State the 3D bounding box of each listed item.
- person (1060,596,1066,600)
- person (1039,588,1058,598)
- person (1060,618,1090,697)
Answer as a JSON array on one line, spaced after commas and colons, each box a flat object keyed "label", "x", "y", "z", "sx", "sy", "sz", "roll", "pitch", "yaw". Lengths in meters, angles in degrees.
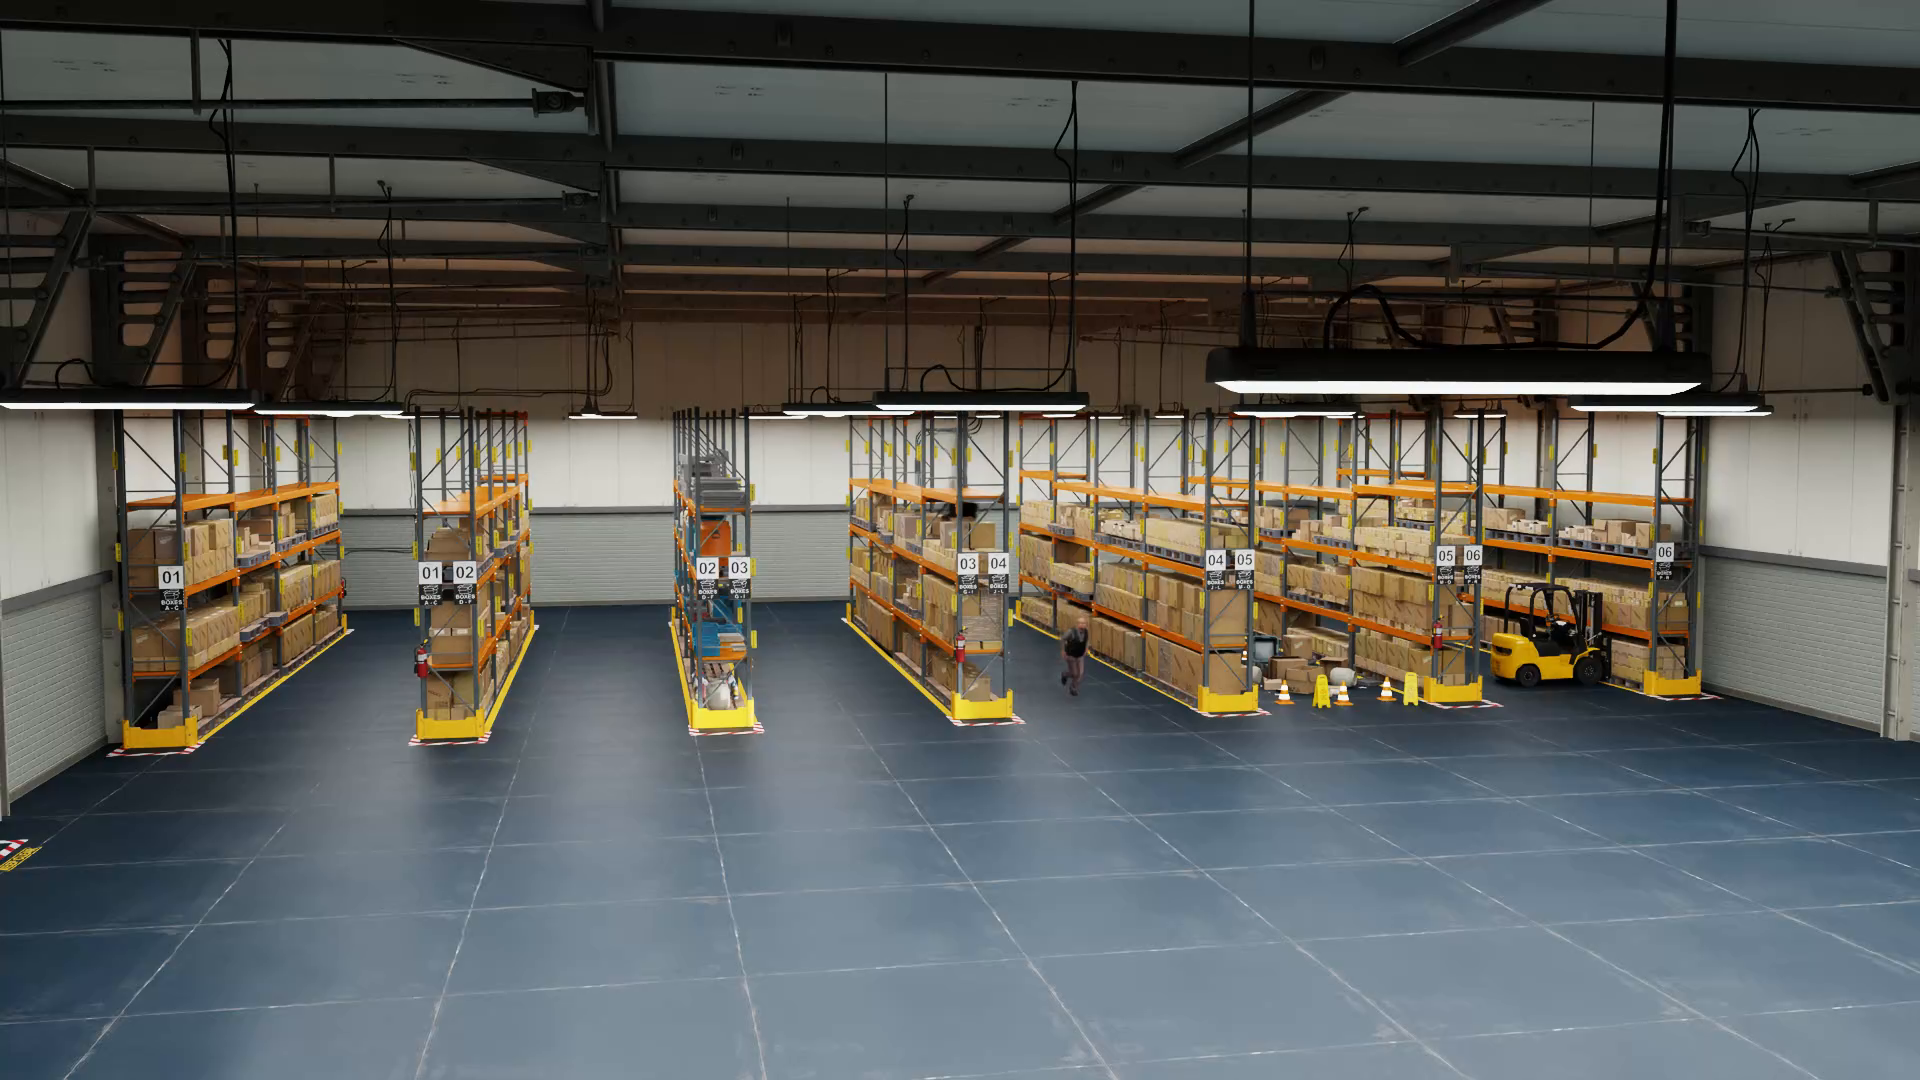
[{"label": "person", "x": 3.184, "y": 1.313, "z": 49.460, "sx": 0.916, "sy": 1.737, "sz": 0.725, "roll": 3, "pitch": 5, "yaw": 37}, {"label": "person", "x": 2.734, "y": 1.195, "z": 51.333, "sx": 0.859, "sy": 1.814, "sz": 0.671, "roll": -3, "pitch": 5, "yaw": -36}, {"label": "person", "x": 2.392, "y": 2.439, "z": 34.881, "sx": 0.653, "sy": 1.660, "sz": 0.762, "roll": -3, "pitch": 5, "yaw": -34}]
